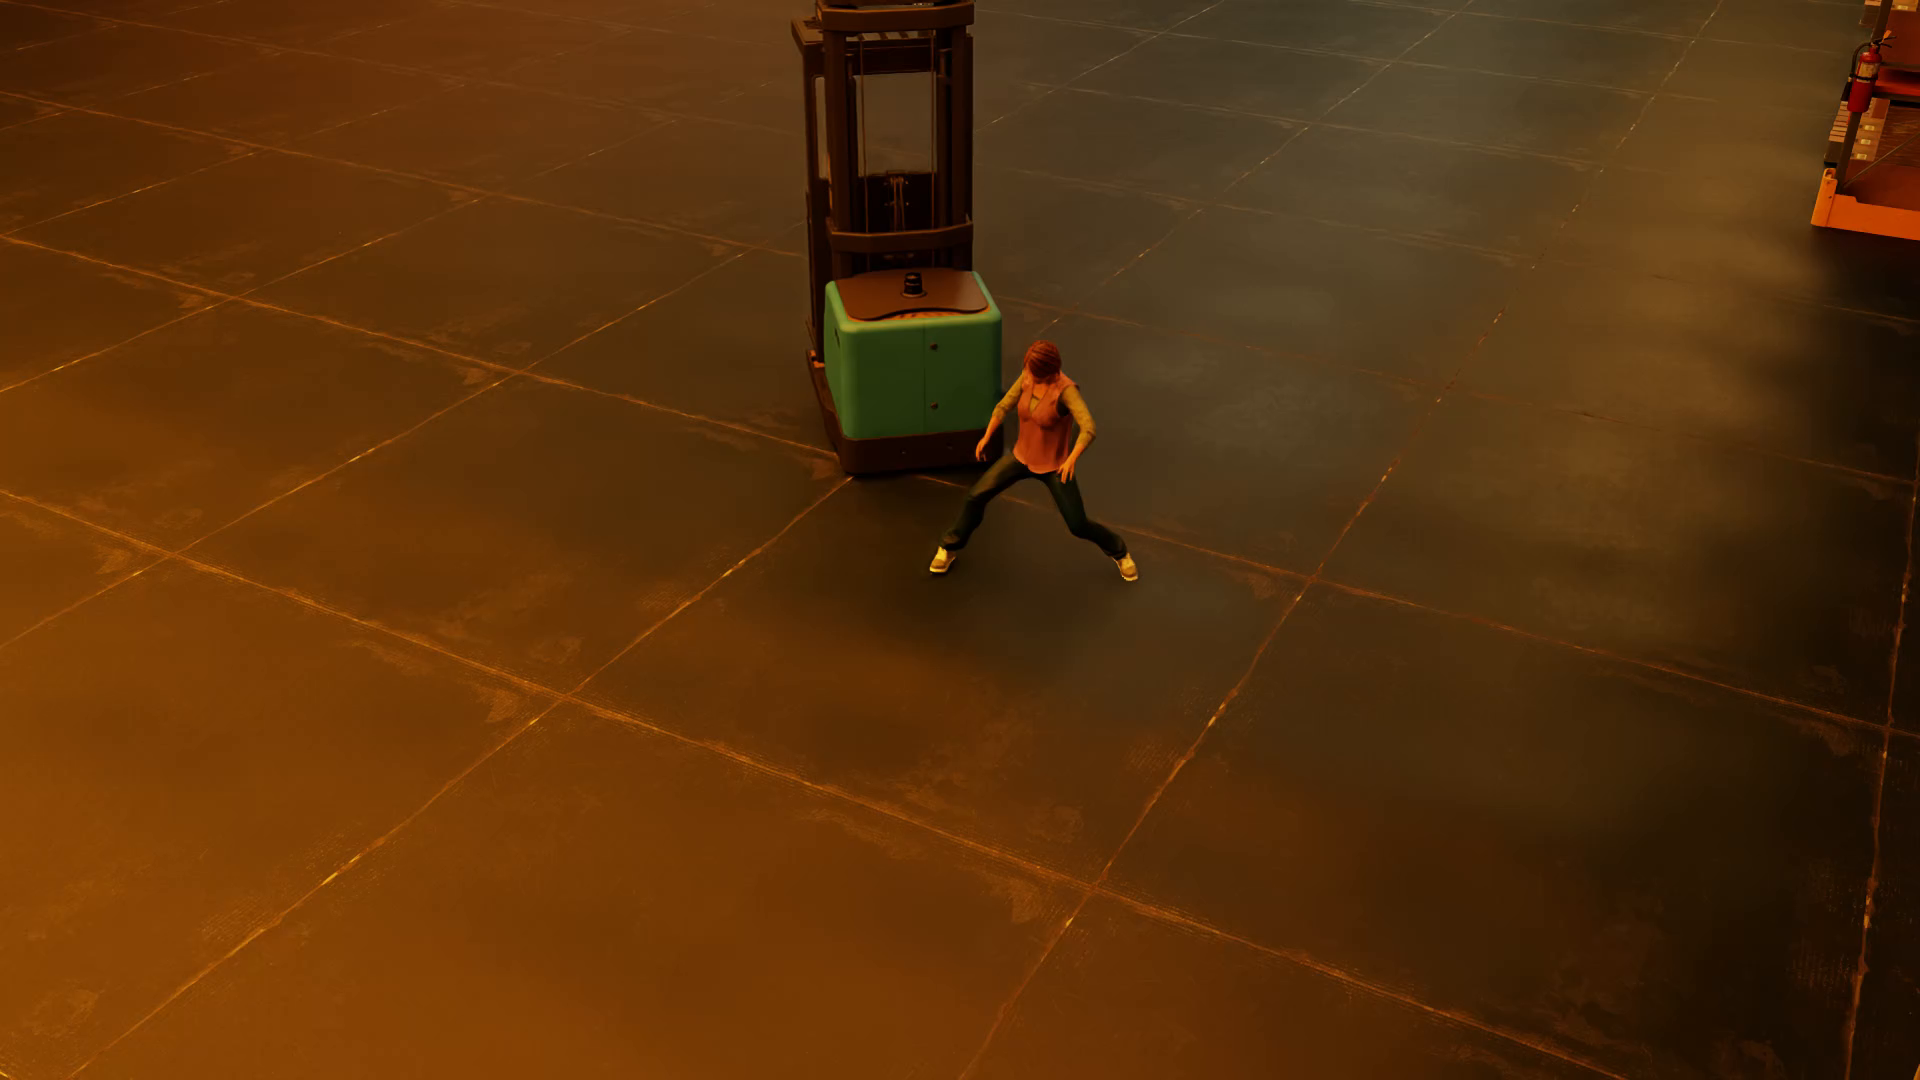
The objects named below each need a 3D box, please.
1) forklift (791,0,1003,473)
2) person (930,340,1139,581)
[{"bbox_3d":[-0.506,-2.414,11.254,1.130,2.935,3.031,-6,30,-10],"label":"forklift"},{"bbox_3d":[0.434,-0.416,9.338,1.010,1.412,0.892,24,38,35],"label":"person"}]
